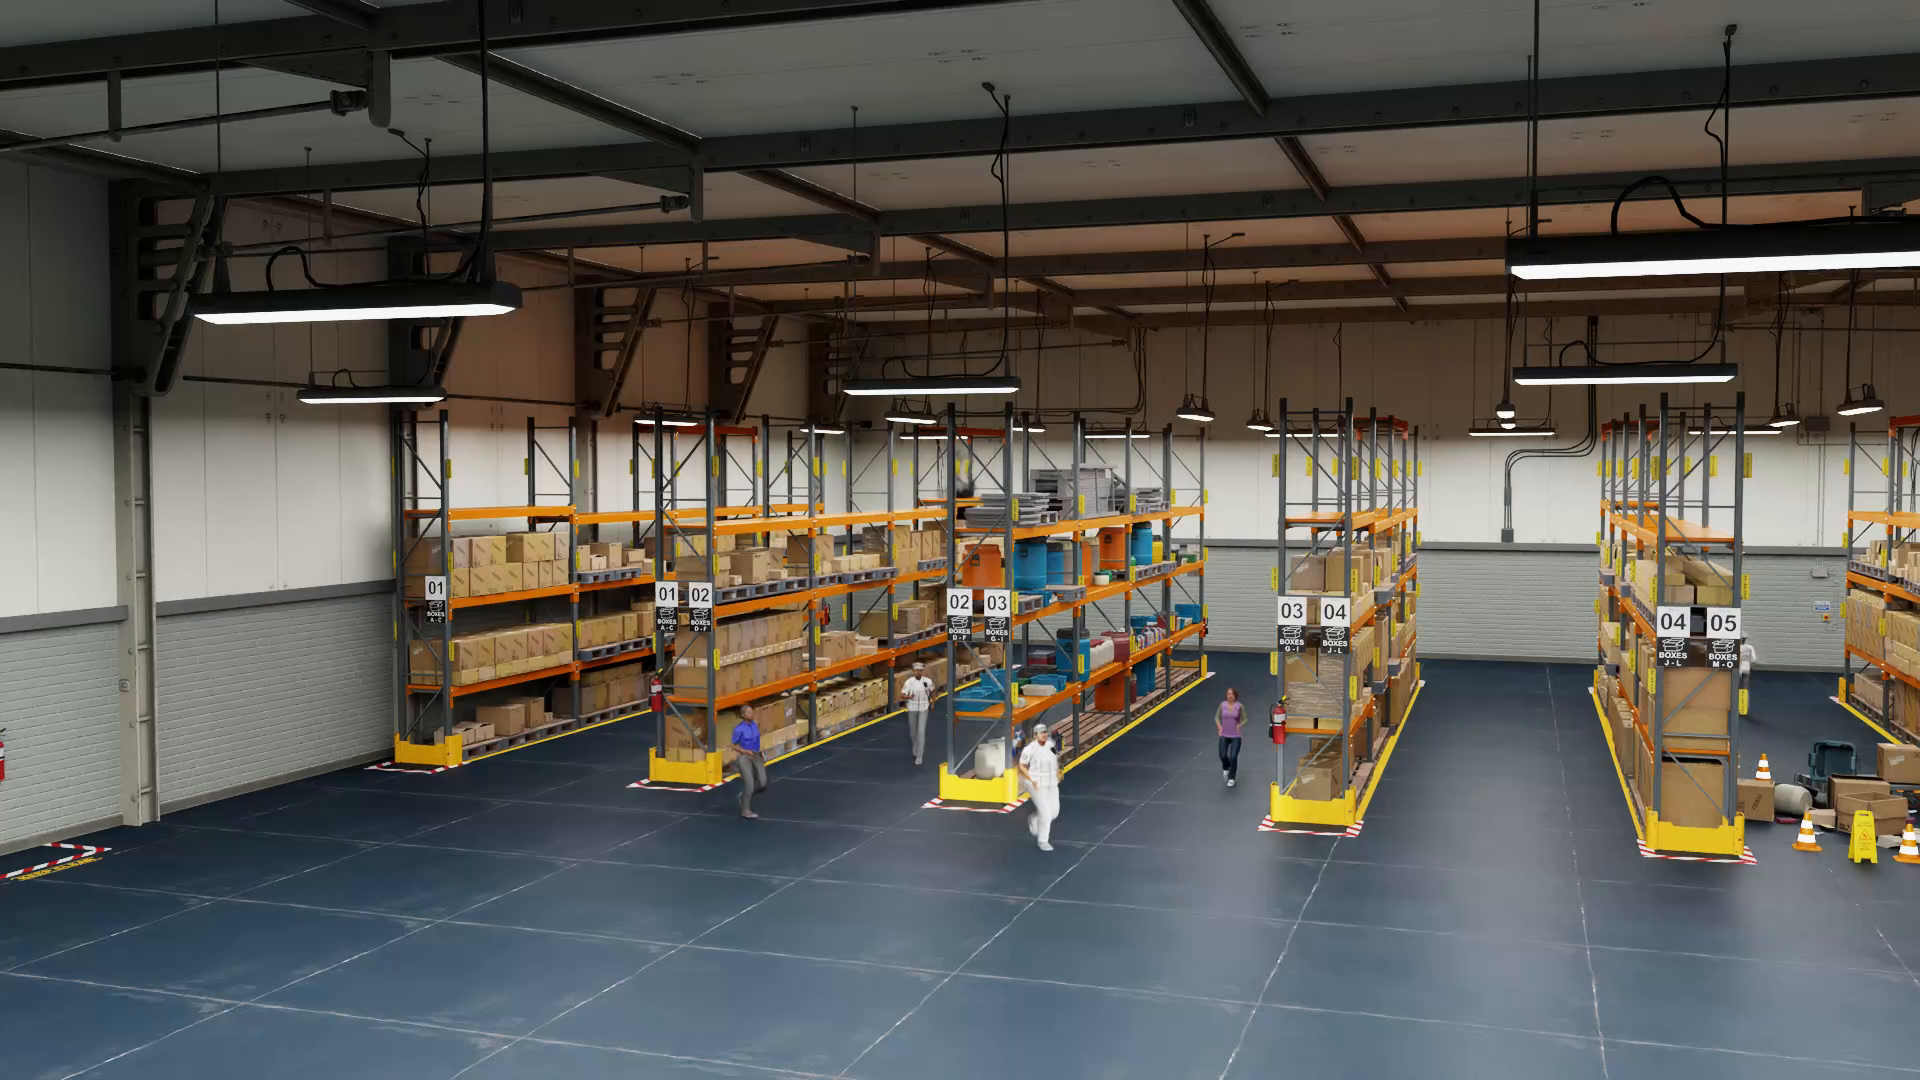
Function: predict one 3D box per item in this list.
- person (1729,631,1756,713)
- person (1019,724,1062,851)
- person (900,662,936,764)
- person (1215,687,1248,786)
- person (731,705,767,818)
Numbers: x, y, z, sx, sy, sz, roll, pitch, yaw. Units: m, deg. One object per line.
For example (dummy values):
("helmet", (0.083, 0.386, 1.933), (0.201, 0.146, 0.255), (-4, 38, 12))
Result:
("person", (15.939, 2.715, 33.956), (0.599, 1.729, 0.703), (0, 2, 7))
("person", (1.064, 3.250, 22.057), (0.602, 1.650, 0.612), (-2, 3, -32))
("person", (-0.710, 2.914, 28.401), (0.609, 1.687, 0.906), (0, 2, 1))
("person", (4.247, 3.098, 26.152), (0.532, 1.554, 0.546), (1, 3, 16))
("person", (-3.014, 3.172, 23.845), (0.574, 1.607, 0.571), (2, 3, 41))
